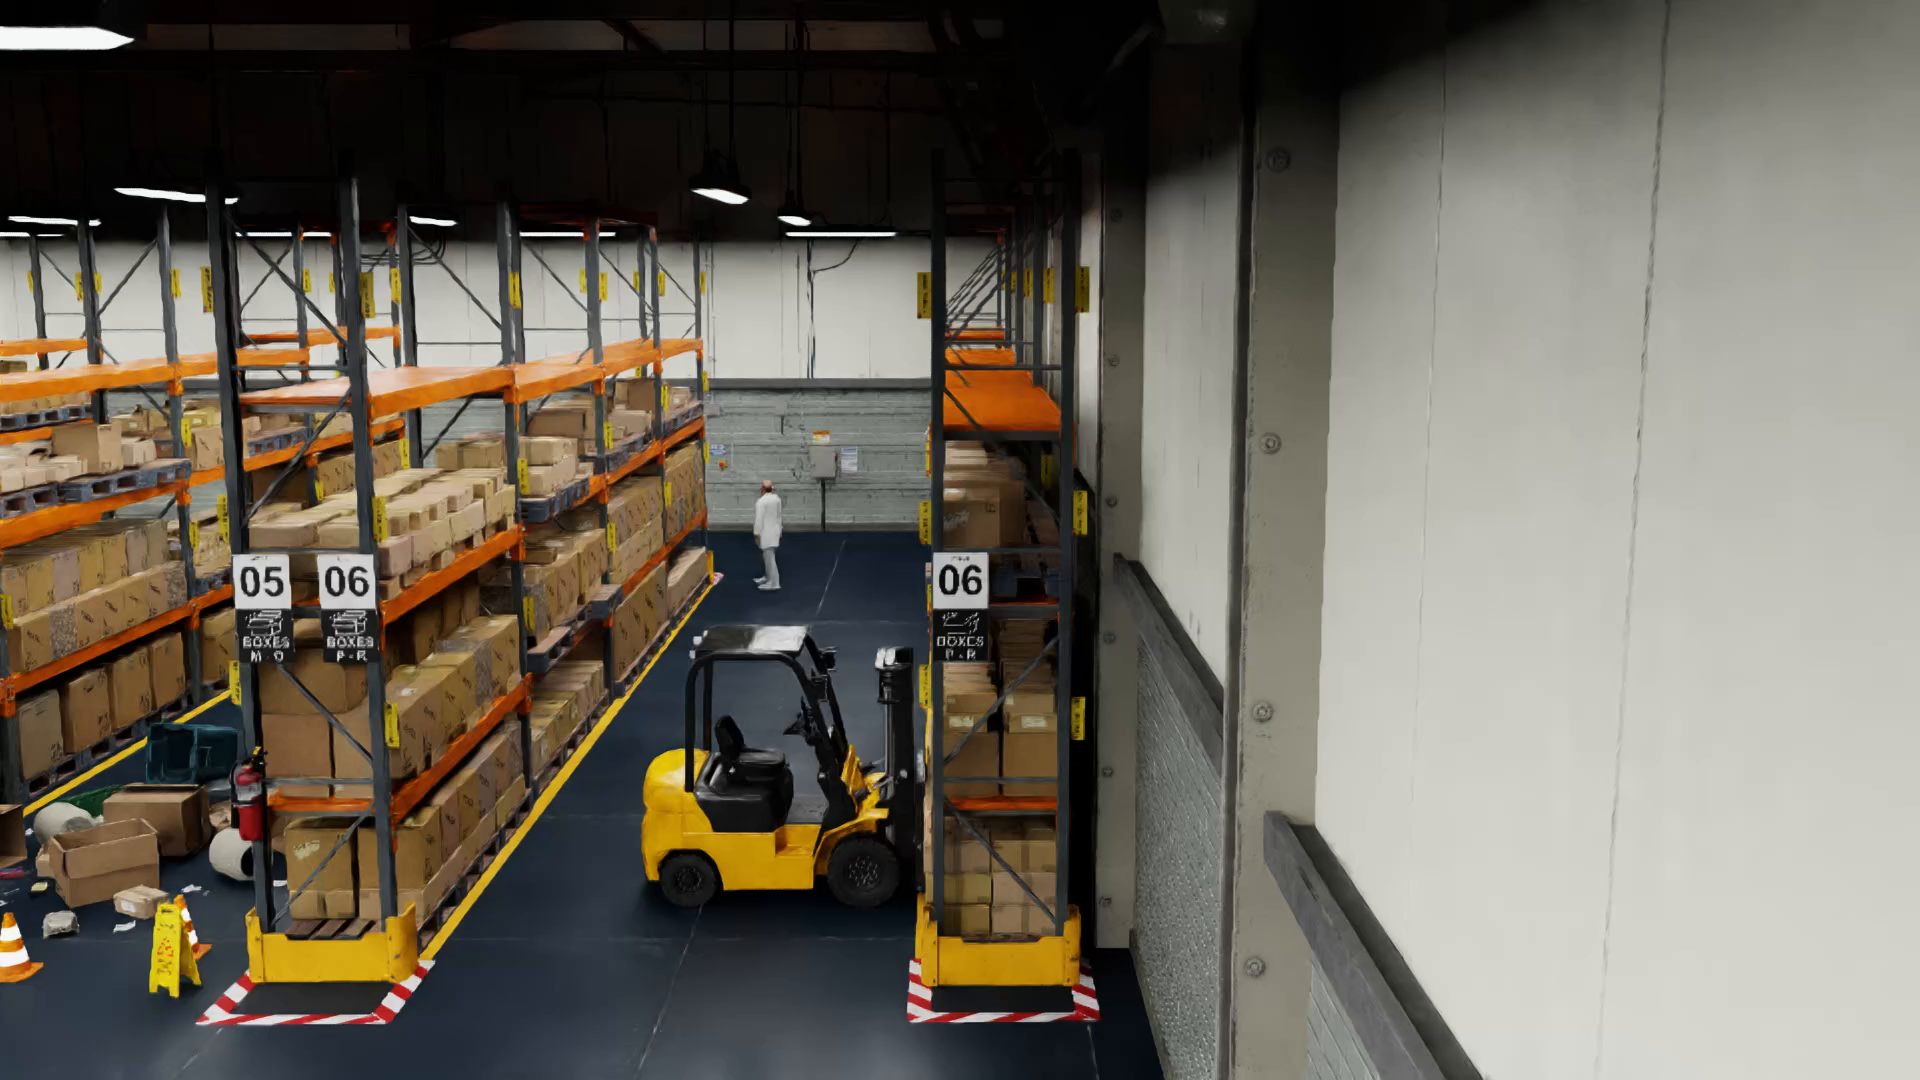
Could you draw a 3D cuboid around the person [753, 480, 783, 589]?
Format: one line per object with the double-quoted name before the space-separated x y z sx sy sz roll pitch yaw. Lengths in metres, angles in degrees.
"person" -3.200 -0.116 27.474 0.629 1.773 0.677 5 10 26
